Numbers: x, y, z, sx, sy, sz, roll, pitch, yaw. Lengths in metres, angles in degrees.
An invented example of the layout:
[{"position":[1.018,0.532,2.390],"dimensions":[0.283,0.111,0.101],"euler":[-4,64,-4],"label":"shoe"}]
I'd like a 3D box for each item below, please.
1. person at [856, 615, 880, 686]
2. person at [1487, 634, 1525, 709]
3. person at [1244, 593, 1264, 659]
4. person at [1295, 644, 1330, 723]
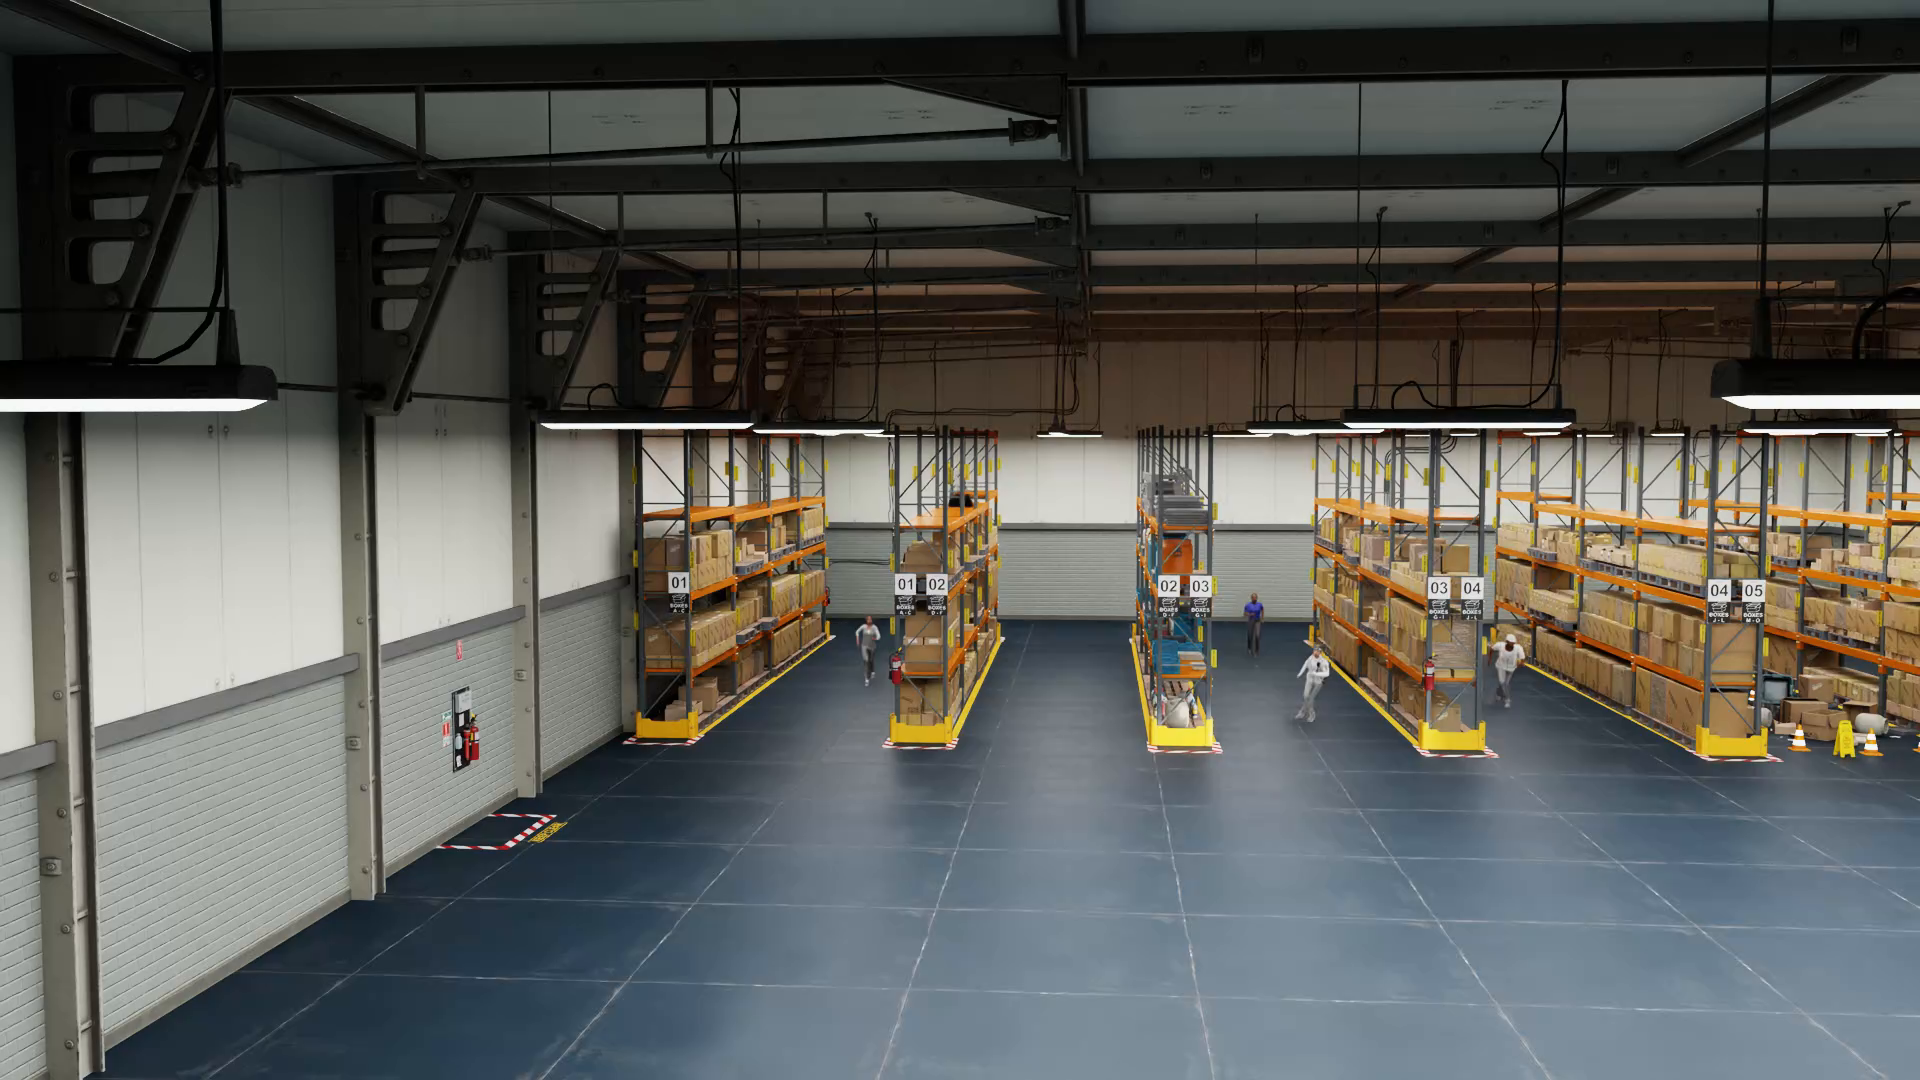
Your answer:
[{"position":[-2.169,2.573,39.176],"dimensions":[0.554,1.606,0.869],"euler":[0,3,-4],"label":"person"},{"position":[11.691,2.761,35.642],"dimensions":[0.714,1.595,1.078],"euler":[0,3,6],"label":"person"},{"position":[7.766,2.301,43.934],"dimensions":[0.563,1.599,0.861],"euler":[0,3,3],"label":"person"},{"position":[7.147,2.879,33.719],"dimensions":[0.737,1.593,0.663],"euler":[1,4,23],"label":"person"}]
